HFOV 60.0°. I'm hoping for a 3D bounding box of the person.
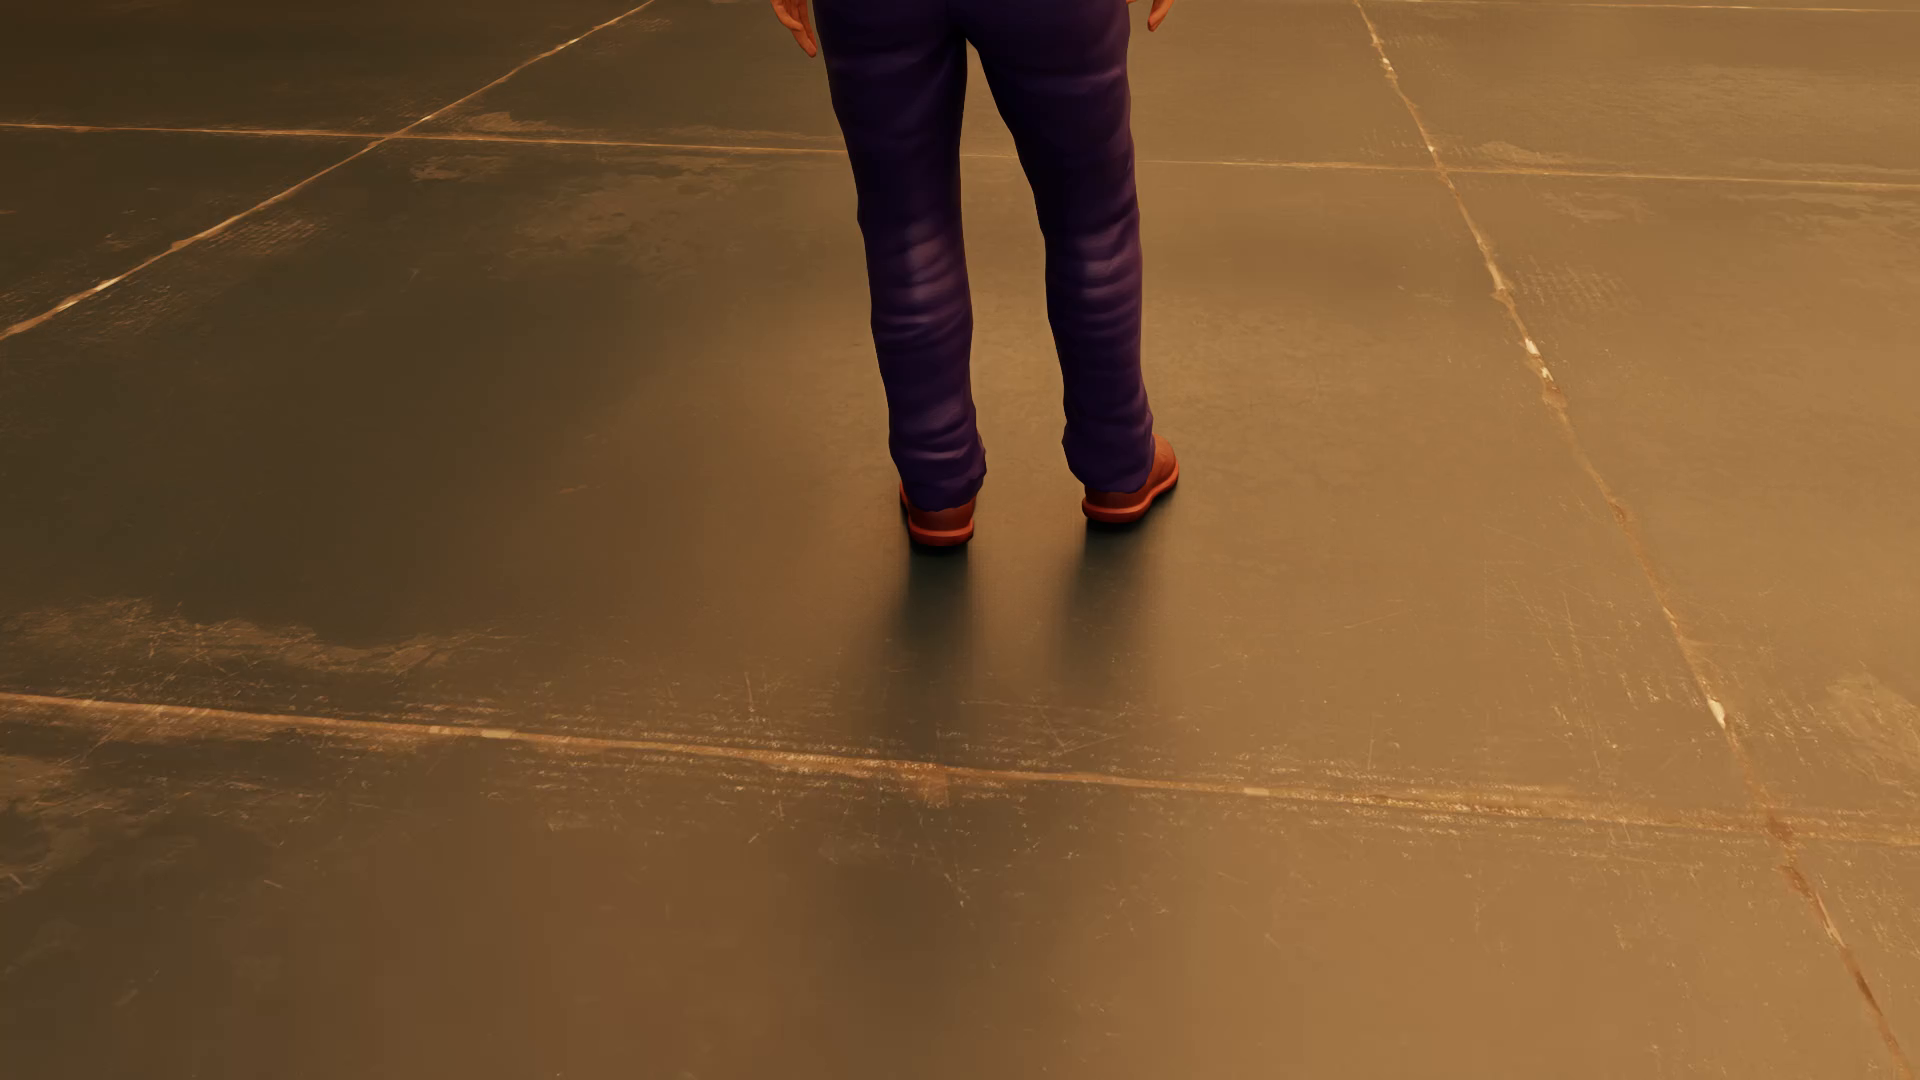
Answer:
[{"bbox_3d":[0.035,-0.782,2.206,0.598,1.651,0.502,3,27,7],"label":"person"}]
